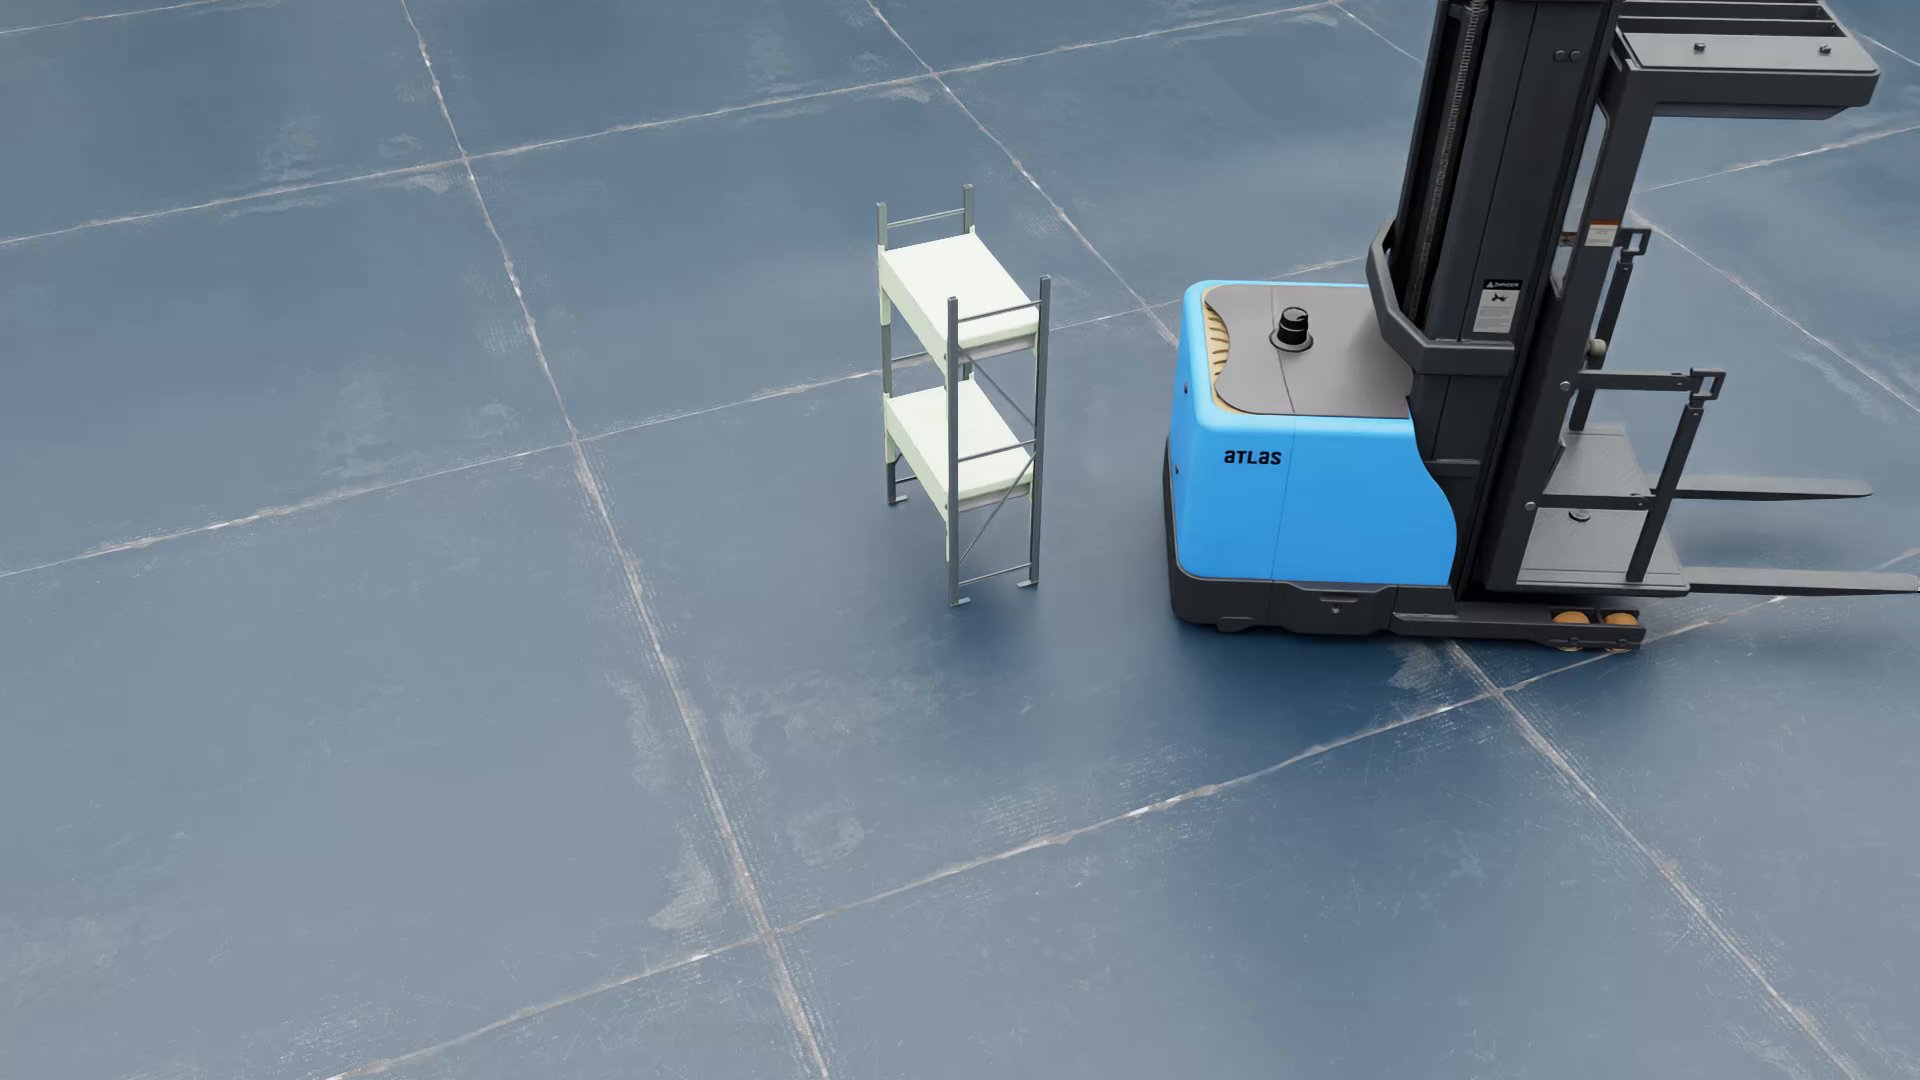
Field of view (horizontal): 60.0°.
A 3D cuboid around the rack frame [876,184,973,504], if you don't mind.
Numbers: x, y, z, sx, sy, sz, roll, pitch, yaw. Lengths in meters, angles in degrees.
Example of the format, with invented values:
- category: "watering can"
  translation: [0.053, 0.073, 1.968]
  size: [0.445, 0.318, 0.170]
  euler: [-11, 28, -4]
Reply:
- category: "rack frame"
  translation: [-0.137, -0.785, 7.013]
  size: [0.400, 1.500, 0.023]
  euler: [-15, 43, -17]

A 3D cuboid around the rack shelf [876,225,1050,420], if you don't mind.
- category: "rack shelf"
  translation: [0.003, -0.861, 6.502]
  size: [0.431, 0.370, 0.720]
  euler: [-15, 43, -17]

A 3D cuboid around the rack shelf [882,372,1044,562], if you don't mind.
- category: "rack shelf"
  translation: [0.003, -0.317, 6.969]
  size: [0.431, 0.370, 0.720]
  euler: [-15, 43, -17]

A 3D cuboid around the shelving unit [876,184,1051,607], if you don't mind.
- category: "shelving unit"
  translation: [0.003, -0.565, 6.756]
  size: [0.431, 1.500, 0.755]
  euler: [-15, 43, -17]

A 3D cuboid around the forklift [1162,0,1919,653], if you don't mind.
- category: "forklift"
  translation: [2.401, -1.013, 6.180]
  size: [3.031, 2.935, 1.130]
  euler: [2, 41, 2]

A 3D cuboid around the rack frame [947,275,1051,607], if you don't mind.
- category: "rack frame"
  translation: [0.143, -0.344, 6.500]
  size: [0.400, 1.500, 0.023]
  euler: [-15, 43, -17]
